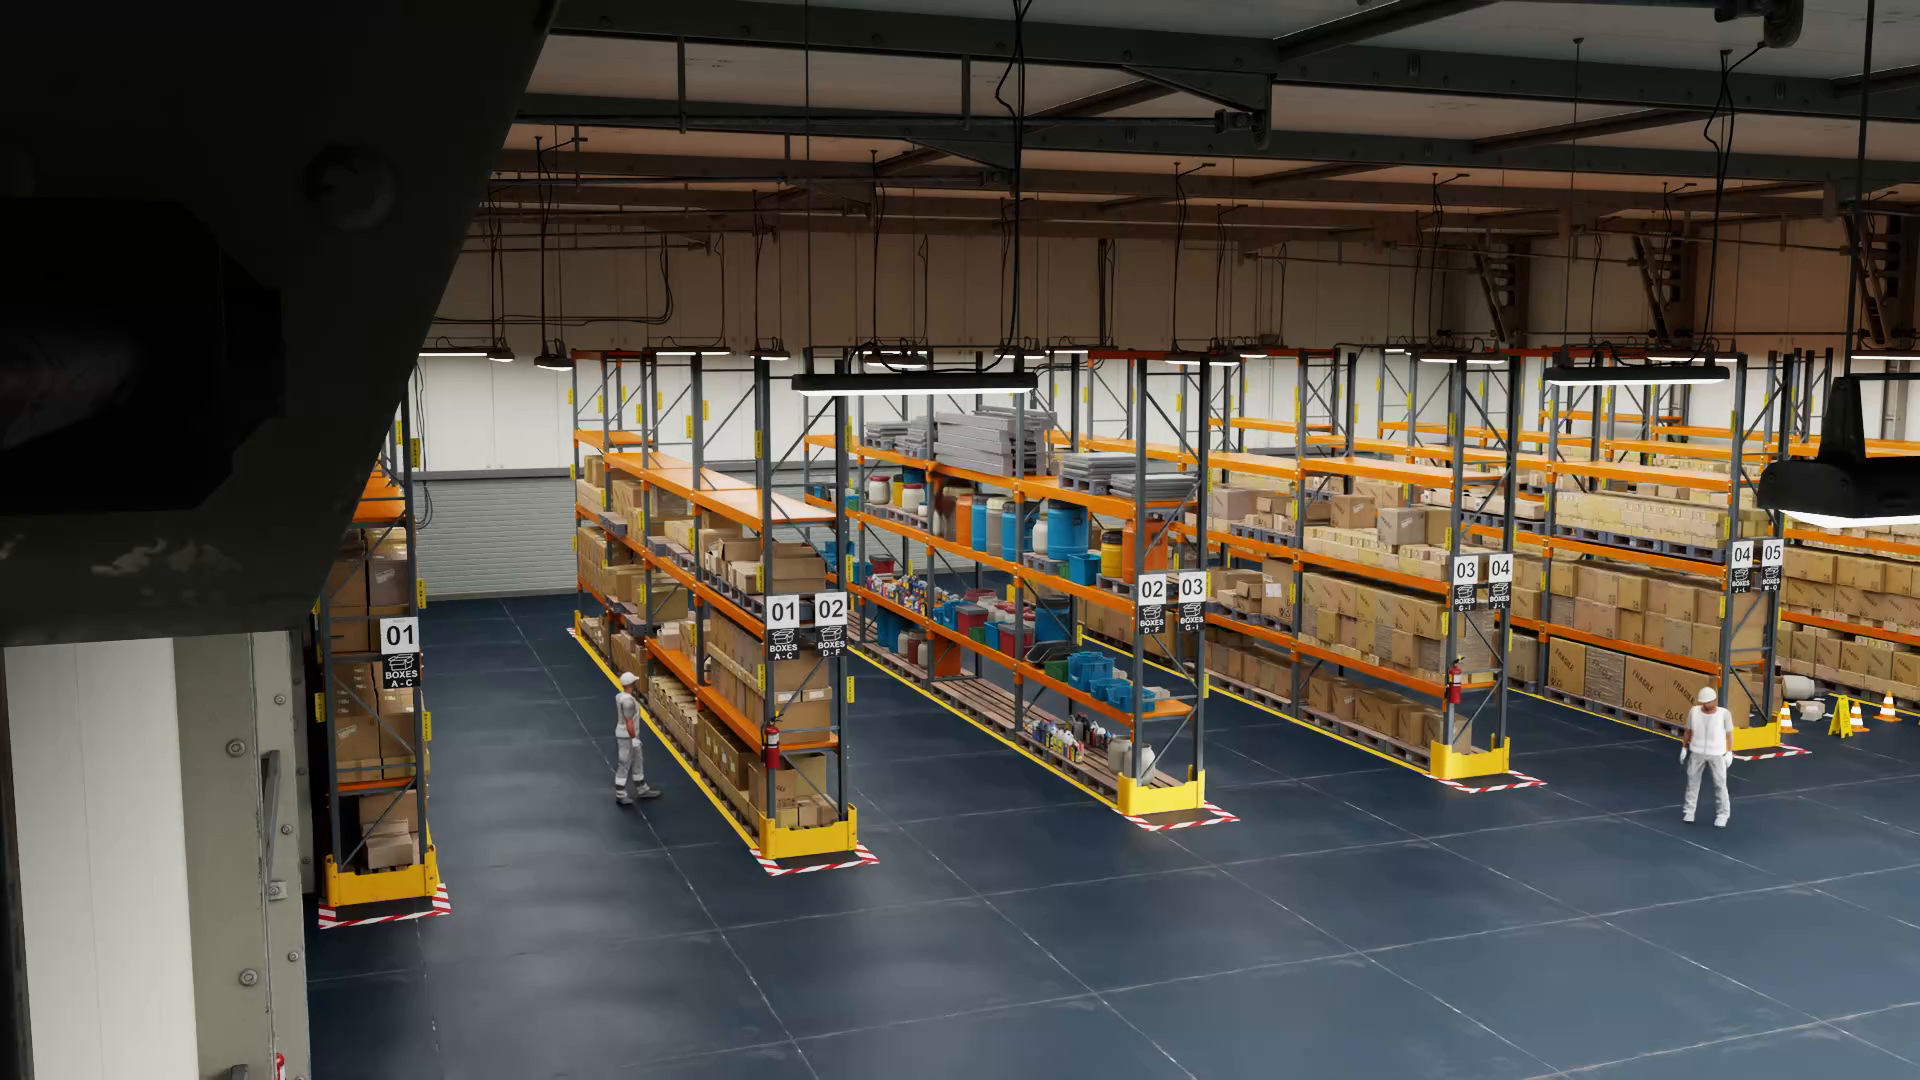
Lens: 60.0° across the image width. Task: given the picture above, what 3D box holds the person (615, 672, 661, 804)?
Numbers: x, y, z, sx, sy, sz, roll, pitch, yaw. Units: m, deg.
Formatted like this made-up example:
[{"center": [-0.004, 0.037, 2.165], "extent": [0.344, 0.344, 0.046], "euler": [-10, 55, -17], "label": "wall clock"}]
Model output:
[{"center": [-4.386, 2.659, 22.482], "extent": [0.575, 1.784, 0.601], "euler": [0, 7, -2], "label": "person"}]

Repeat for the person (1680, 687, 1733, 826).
[{"center": [9.645, 2.773, 21.513], "extent": [0.628, 1.780, 0.430], "euler": [5, 9, 34], "label": "person"}]
